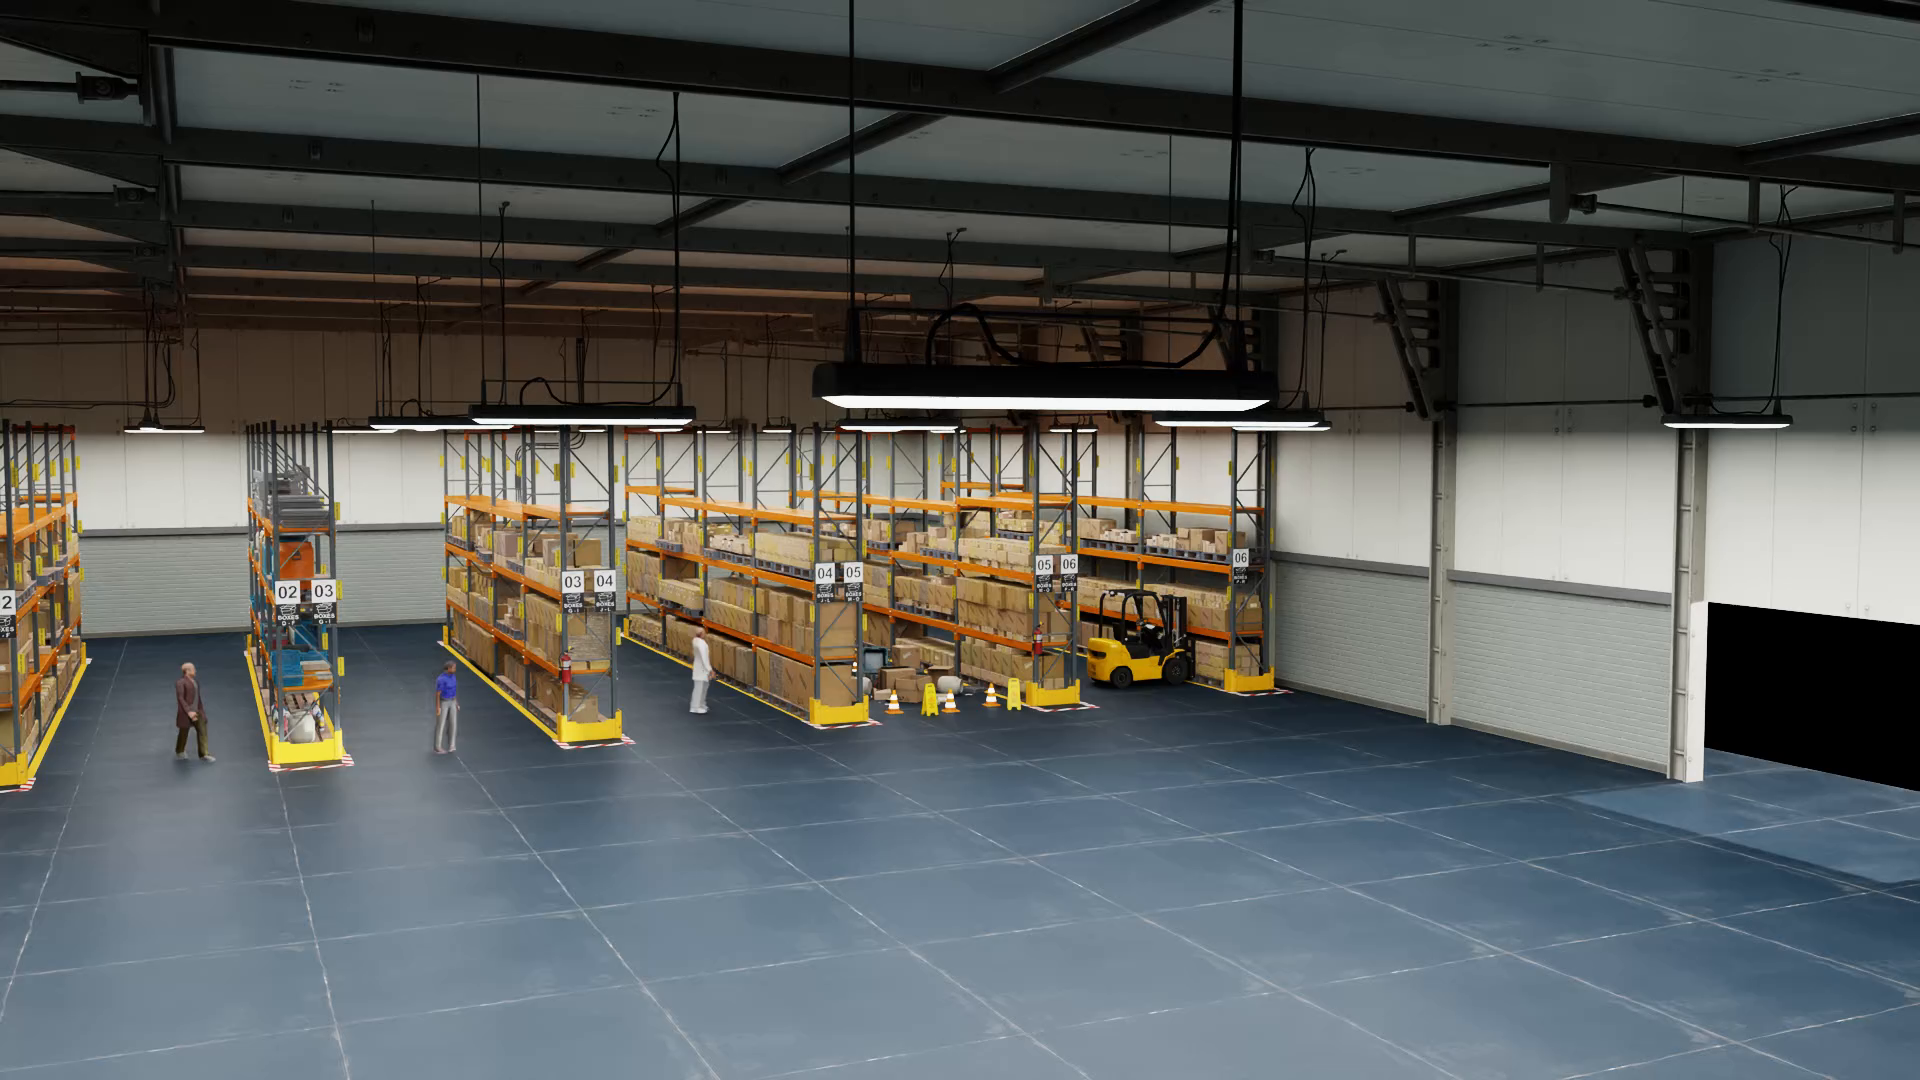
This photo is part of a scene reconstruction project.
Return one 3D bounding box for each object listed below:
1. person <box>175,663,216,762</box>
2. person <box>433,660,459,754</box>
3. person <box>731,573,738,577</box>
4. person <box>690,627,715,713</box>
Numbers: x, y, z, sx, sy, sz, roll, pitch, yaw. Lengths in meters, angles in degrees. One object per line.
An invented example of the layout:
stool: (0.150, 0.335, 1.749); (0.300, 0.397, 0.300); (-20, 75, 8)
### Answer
person: (-13.482, 3.020, 29.147); (1.076, 1.733, 0.532); (3, 5, 42)
person: (-9.311, 3.011, 30.135); (0.352, 1.670, 0.509); (2, 4, 25)
person: (-6.650, 1.831, 49.251); (0.539, 1.705, 0.377); (1, 4, 13)
person: (-5.354, 2.701, 34.516); (0.529, 1.809, 0.711); (-1, 4, -11)
